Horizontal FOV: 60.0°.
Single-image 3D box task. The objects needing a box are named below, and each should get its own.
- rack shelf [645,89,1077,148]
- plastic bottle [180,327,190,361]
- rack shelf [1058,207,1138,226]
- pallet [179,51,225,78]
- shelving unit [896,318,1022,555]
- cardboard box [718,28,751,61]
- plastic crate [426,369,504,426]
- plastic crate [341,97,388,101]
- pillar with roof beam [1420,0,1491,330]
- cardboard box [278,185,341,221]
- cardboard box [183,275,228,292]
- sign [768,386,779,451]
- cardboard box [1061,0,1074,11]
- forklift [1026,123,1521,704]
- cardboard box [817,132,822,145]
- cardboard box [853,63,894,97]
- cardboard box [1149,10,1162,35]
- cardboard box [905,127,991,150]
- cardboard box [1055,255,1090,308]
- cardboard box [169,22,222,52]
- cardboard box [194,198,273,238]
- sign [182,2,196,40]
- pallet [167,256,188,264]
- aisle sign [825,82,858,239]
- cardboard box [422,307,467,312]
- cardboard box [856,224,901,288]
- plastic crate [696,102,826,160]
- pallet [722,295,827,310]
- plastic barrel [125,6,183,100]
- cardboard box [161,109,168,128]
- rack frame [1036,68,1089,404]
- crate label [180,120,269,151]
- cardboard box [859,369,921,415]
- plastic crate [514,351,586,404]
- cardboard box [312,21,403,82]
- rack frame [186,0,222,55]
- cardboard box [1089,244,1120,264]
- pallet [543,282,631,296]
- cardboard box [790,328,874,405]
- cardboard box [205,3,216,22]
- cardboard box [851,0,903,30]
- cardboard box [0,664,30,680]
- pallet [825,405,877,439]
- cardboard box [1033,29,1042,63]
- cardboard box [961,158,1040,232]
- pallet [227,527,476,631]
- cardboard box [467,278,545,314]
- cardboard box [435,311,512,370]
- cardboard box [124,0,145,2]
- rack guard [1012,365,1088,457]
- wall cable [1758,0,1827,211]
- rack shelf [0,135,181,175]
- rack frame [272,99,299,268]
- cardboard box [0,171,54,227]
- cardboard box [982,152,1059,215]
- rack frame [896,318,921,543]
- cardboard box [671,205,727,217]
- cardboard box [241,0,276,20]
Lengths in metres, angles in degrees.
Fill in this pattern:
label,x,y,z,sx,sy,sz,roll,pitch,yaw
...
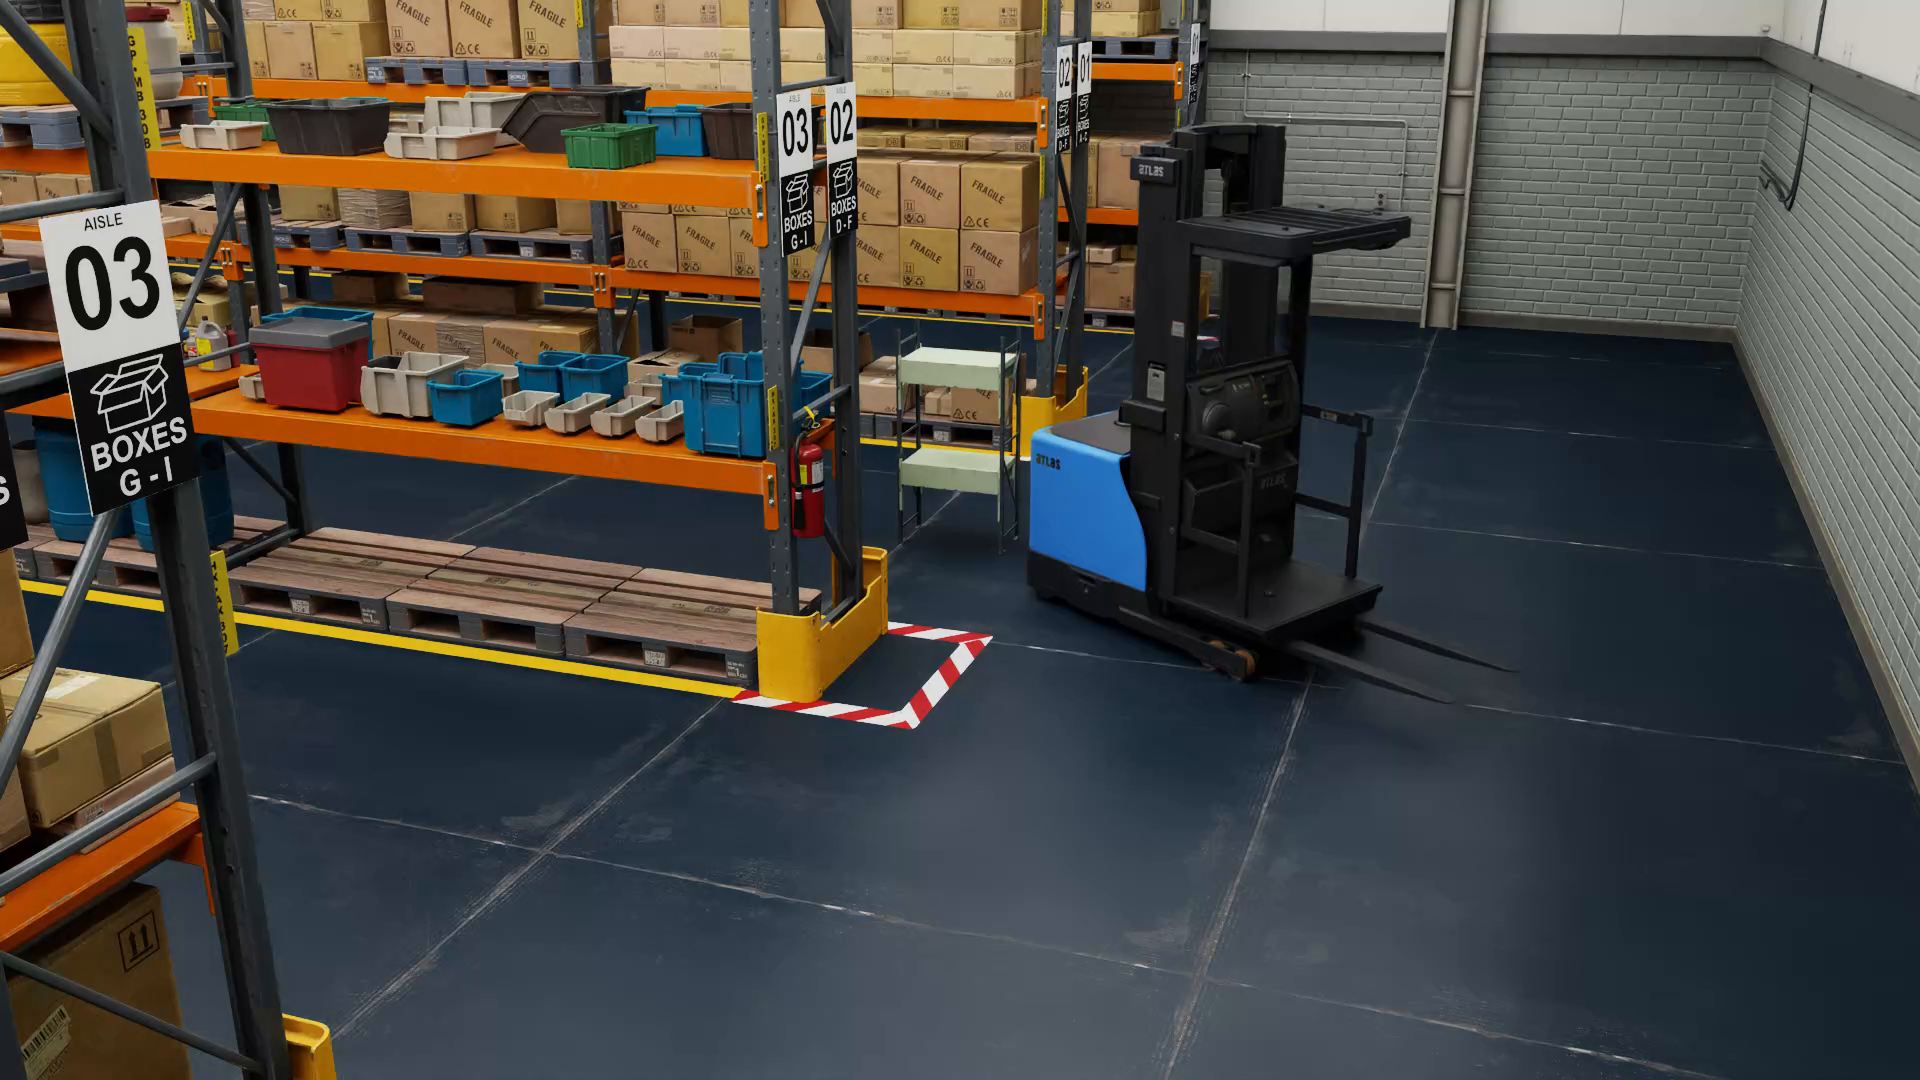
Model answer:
label,x,y,z,sx,sy,sz,roll,pitch,yaw
rack shelf,-1.055,-3.555,13.753,4.000,0.370,1.077,7,20,18
plastic bottle,-5.113,-1.298,10.937,0.097,0.271,0.097,0,19,0
rack shelf,0.567,-3.679,18.666,4.000,0.370,1.077,7,20,18
pallet,-7.394,-4.499,15.655,1.003,0.211,1.213,8,21,21
shelving unit,-0.006,-0.709,11.331,0.755,1.500,0.431,7,20,18
cardboard box,-1.625,-4.035,13.505,0.500,0.250,0.500,7,20,18
plastic crate,-2.819,-0.814,9.516,0.300,0.233,0.416,7,20,18
plastic crate,-3.609,-2.493,9.867,0.300,0.233,0.416,7,20,18
pillar with roof beam,3.878,-5.274,13.035,0.400,9.000,9.100,7,20,18
cardboard box,-6.091,-3.339,15.807,0.500,0.500,0.700,0,19,0
cardboard box,-7.620,-2.493,16.858,0.500,0.311,0.500,6,20,17
sign,-0.960,-0.627,8.568,0.005,0.325,0.100,7,20,18
cardboard box,1.206,-5.799,17.398,0.500,0.500,0.500,7,20,20
forklift,1.767,-0.786,9.379,1.130,2.935,3.031,-16,25,-38
cardboard box,-1.841,-4.403,19.017,0.500,0.500,0.500,6,20,17
cardboard box,-0.683,-3.688,13.271,0.500,0.250,0.500,7,20,18
cardboard box,1.847,-5.549,17.818,0.500,0.250,0.500,8,21,21
cardboard box,-0.128,-4.232,18.704,0.700,0.700,0.980,6,20,17
cardboard box,1.289,-2.919,18.553,0.500,0.500,0.700,6,20,18
cardboard box,-7.170,-4.701,15.539,0.500,0.250,0.500,5,20,14
cardboard box,-7.052,-3.137,16.154,0.500,0.311,0.500,8,21,21
sign,-6.913,-4.652,14.903,0.005,0.325,0.100,7,20,18
pallet,-10.682,-3.975,22.658,1.213,0.211,1.003,7,20,18
aisle sign,-0.630,-2.034,8.906,0.004,0.787,0.394,7,20,18
cardboard box,-4.776,-2.015,15.928,0.500,0.500,0.500,6,20,16
cardboard box,-0.639,-2.383,13.705,0.500,0.500,0.500,7,20,18
plastic crate,-1.067,-2.205,8.987,0.590,0.269,0.497,7,20,18
pallet,-2.076,-2.978,19.798,1.213,0.211,1.003,7,20,18
plastic barrel,-4.989,-2.968,10.132,0.433,0.535,0.433,0,19,0
cardboard box,-10.373,-5.456,21.730,0.500,0.500,0.500,6,20,16
rack frame,0.834,-2.262,13.508,0.127,3.000,1.000,7,20,18
crate label,-4.206,-2.304,9.471,0.466,0.136,0.293,7,20,18
cardboard box,-0.648,-1.265,14.158,0.500,0.250,0.500,7,20,18
plastic crate,-2.448,-0.975,9.980,0.300,0.233,0.416,7,20,18
cardboard box,-5.327,-4.442,15.053,0.500,0.500,0.910,7,20,18
rack frame,-6.723,-5.959,15.000,0.127,3.000,1.000,7,20,18
cardboard box,1.581,-3.129,18.168,0.250,0.149,0.380,6,20,17
pallet,-4.381,-3.241,20.554,1.213,0.211,1.003,7,20,18
cardboard box,-1.168,-1.522,14.509,0.637,0.503,0.797,7,20,18
cardboard box,-9.440,-6.550,21.070,0.500,0.500,0.500,7,20,20
cardboard box,-0.609,-4.349,13.268,0.500,0.500,0.700,7,20,18
cardboard box,-3.279,0.558,5.194,0.500,0.250,0.500,6,20,17
pallet,-1.140,-1.171,14.617,1.213,0.211,1.003,7,20,18
cardboard box,0.434,-3.980,13.348,0.500,0.250,0.500,7,20,18
cardboard box,0.323,-2.744,13.220,0.500,0.500,0.500,6,20,18
pallet,-3.866,0.230,10.596,1.213,0.211,1.003,7,20,18
cardboard box,-4.266,-2.312,15.640,0.500,0.250,0.500,7,20,18
cardboard box,-4.443,-1.796,15.300,0.500,0.500,0.500,7,20,19
cardboard box,-10.460,-7.123,21.195,0.500,0.500,0.500,6,20,16
rack guard,0.762,-1.090,13.943,0.348,0.500,1.175,7,20,18
wall cable,7.681,-4.447,15.380,0.112,2.526,3.097,7,20,18
rack shelf,-6.463,-2.447,10.575,4.000,0.370,1.077,7,20,18
rack frame,-8.880,-5.099,21.646,0.127,3.000,1.000,7,20,18
cardboard box,-9.284,-3.460,16.794,0.500,0.500,0.500,8,21,22
cardboard box,0.501,-2.911,13.700,0.500,0.500,0.500,7,20,20
rack frame,-0.352,-0.748,11.445,0.023,1.500,0.400,7,20,18
cardboard box,-2.104,-3.019,14.010,0.500,0.500,0.500,6,20,16
cardboard box,-6.313,-5.013,15.172,0.500,0.500,0.500,7,20,18
